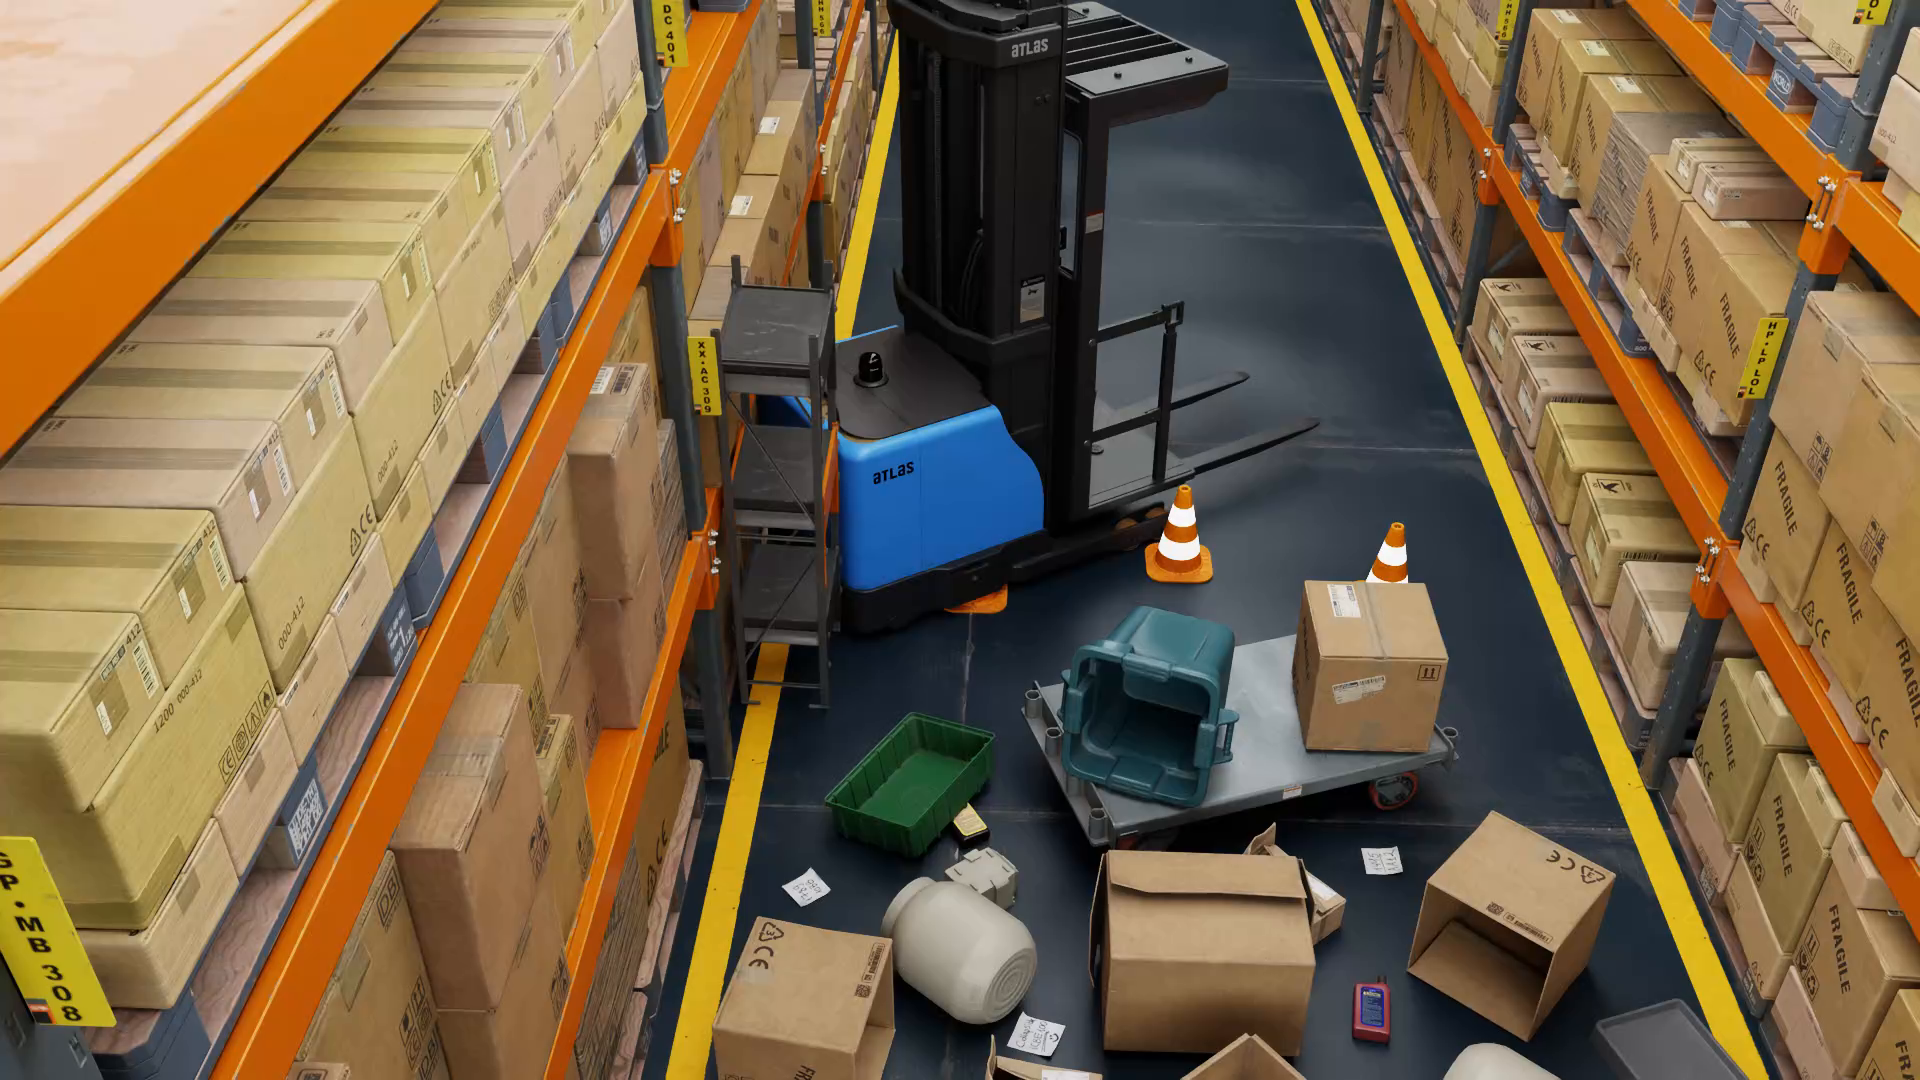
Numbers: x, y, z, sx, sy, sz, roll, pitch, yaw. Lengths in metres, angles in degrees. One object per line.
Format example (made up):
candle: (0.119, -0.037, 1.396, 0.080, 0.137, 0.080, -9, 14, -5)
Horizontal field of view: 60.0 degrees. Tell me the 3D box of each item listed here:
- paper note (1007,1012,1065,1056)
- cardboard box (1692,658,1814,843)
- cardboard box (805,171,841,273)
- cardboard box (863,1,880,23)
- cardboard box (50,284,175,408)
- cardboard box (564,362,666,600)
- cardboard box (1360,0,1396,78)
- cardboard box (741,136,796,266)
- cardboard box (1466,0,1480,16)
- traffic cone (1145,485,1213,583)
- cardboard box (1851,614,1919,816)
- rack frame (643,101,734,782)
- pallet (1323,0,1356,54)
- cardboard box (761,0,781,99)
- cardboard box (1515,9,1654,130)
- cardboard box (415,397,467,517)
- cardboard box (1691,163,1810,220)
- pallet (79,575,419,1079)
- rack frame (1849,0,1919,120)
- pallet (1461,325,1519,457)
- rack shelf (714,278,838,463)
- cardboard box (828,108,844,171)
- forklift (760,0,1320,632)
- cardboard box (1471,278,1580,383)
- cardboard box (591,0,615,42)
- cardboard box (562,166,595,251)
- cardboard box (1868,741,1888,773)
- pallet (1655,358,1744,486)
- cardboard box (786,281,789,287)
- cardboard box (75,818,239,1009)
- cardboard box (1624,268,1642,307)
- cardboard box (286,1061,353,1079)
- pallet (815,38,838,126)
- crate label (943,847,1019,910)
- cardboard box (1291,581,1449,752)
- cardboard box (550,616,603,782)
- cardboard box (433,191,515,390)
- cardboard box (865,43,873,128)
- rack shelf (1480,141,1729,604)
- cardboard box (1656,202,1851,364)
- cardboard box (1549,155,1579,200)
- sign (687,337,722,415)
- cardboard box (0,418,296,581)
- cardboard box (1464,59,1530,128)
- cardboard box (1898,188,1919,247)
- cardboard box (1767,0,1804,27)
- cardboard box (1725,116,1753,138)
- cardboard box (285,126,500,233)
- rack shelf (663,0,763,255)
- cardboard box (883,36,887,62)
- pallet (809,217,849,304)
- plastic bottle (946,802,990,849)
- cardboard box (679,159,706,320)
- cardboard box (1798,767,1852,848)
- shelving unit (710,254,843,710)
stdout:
paper note: (0.280, 1.814, 6.095, 0.172, 0.023, 0.155, 13, 37, 18)
cardboard box: (3.162, 0.809, 6.310, 0.500, 0.500, 0.500, 3, 35, 4)
cardboard box: (-1.050, -2.074, 10.847, 0.500, 0.500, 0.500, 0, 35, 0)
cardboard box: (-0.882, -4.422, 13.975, 0.380, 0.149, 0.250, 3, 35, 4)
cardboard box: (-1.873, -0.292, 3.314, 0.500, 0.250, 0.500, 1, 35, 2)
cardboard box: (-1.449, -0.200, 5.302, 0.875, 0.550, 0.550, 1, 35, 2)
cardboard box: (3.910, -4.248, 13.995, 0.875, 0.438, 0.875, 1, 35, 1)
cardboard box: (-1.125, -1.727, 8.457, 0.500, 0.500, 0.500, 1, 35, 1)
cardboard box: (3.388, -3.517, 10.134, 0.500, 0.500, 0.500, 2, 35, 3)
traffic cone: (1.119, -0.067, 8.389, 0.336, 0.463, 0.334, 1, 35, 2)
cardboard box: (3.130, 0.490, 5.043, 0.500, 0.500, 0.500, 1, 35, 1)
rack frame: (-1.494, -0.227, 6.410, 1.000, 3.000, 0.127, 1, 35, 2)
pallet: (3.932, -4.764, 15.290, 1.003, 0.211, 1.213, 1, 35, 2)
cardboard box: (-1.362, -2.717, 8.997, 0.700, 0.500, 0.500, 1, 35, 2)
cardboard box: (3.367, -2.550, 9.004, 0.500, 0.500, 0.500, 0, 35, 1)
cardboard box: (-1.270, -0.180, 3.501, 0.380, 0.149, 0.250, 1, 35, 2)
cardboard box: (3.263, -1.437, 6.857, 0.380, 0.149, 0.250, 0, 35, 1)
pallet: (-1.636, 0.454, 2.909, 1.003, 0.211, 1.213, 1, 35, 2)
rack frame: (3.456, -2.625, 4.604, 1.000, 3.000, 0.127, 1, 35, 2)
pallet: (3.584, -0.879, 9.762, 1.003, 0.211, 1.213, 1, 35, 2)
rack shelf: (-0.724, -0.671, 6.584, 0.431, 0.518, 0.480, 4, 43, 1)
cardboard box: (-1.044, -2.663, 11.032, 0.500, 0.250, 0.500, 1, 35, 1)
forklift: (0.535, -1.385, 8.117, 3.031, 2.935, 1.130, -19, 39, -25)
cardboard box: (3.584, -1.241, 9.773, 0.950, 0.372, 0.625, -1, 35, -1)
cardboard box: (-1.201, -1.527, 4.724, 0.380, 0.149, 0.250, 1, 35, 2)
cardboard box: (-1.219, -0.907, 4.535, 0.380, 0.149, 0.250, 1, 35, 2)
cardboard box: (3.160, 0.701, 5.308, 0.380, 0.149, 0.250, 1, 35, 2)
pallet: (3.632, -0.528, 7.005, 1.003, 0.211, 1.213, 1, 35, 2)
cardboard box: (-1.480, -0.926, 8.996, 1.050, 0.750, 0.750, 2, 35, 3)
cardboard box: (-1.321, 0.545, 2.470, 0.380, 0.149, 0.250, 2, 35, 2)
cardboard box: (3.256, -1.127, 7.544, 0.380, 0.149, 0.250, 1, 35, 2)
cardboard box: (-1.601, 1.356, 3.088, 0.875, 0.550, 0.550, 1, 35, 2)
pallet: (-1.411, -2.858, 10.321, 1.213, 0.211, 1.003, 1, 35, 2)
crate label: (0.080, 1.366, 6.633, 0.298, 0.136, 0.250, -24, 42, -30)
cardboard box: (1.676, 0.519, 6.864, 0.500, 0.500, 0.500, 1, 35, 2)
cardboard box: (-1.636, 0.548, 5.176, 0.875, 0.550, 0.550, 1, 35, 2)
cardboard box: (-1.319, -0.570, 3.709, 0.500, 0.250, 0.500, 1, 35, 2)
cardboard box: (-0.951, -3.541, 12.934, 0.500, 0.500, 0.500, 1, 35, 1)
rack shelf: (3.536, -1.025, 8.171, 1.077, 0.370, 4.000, 1, 35, 2)
cardboard box: (3.264, -1.060, 6.885, 0.500, 0.500, 0.500, 2, 35, 2)
cardboard box: (3.284, -1.880, 8.615, 0.380, 0.149, 0.250, 2, 35, 2)
sign: (-0.940, -0.601, 6.121, 0.100, 0.325, 0.005, 1, 35, 2)
cardboard box: (-1.303, -0.067, 2.647, 0.380, 0.149, 0.250, 1, 35, 1)
cardboard box: (3.377, -2.704, 10.065, 0.500, 0.250, 0.500, 0, 35, 0)
cardboard box: (3.129, -0.972, 5.080, 0.380, 0.149, 0.250, 1, 35, 2)
cardboard box: (3.360, -2.138, 6.285, 0.500, 0.250, 0.500, 2, 35, 2)
cardboard box: (3.824, -1.634, 7.702, 0.500, 0.500, 0.500, 0, 35, 0)
cardboard box: (-1.251, -0.800, 3.690, 0.380, 0.149, 0.250, 2, 35, 2)
rack shelf: (-1.414, -2.309, 7.389, 1.077, 0.370, 4.000, 1, 35, 2)
cardboard box: (-0.827, -4.183, 14.153, 0.380, 0.149, 0.250, 2, 35, 3)
pallet: (-1.301, -1.833, 11.120, 1.003, 0.211, 1.213, 1, 35, 2)
plastic bottle: (0.003, 1.169, 6.979, 0.133, 0.061, 0.283, -17, 38, -22)
cardboard box: (-1.462, -1.258, 6.920, 0.700, 0.500, 0.500, 1, 35, 1)
cardboard box: (3.079, 0.909, 5.603, 0.380, 0.149, 0.250, 3, 35, 4)
shelving unit: (-0.749, -0.173, 7.055, 0.431, 2.100, 0.503, 4, 43, 1)
